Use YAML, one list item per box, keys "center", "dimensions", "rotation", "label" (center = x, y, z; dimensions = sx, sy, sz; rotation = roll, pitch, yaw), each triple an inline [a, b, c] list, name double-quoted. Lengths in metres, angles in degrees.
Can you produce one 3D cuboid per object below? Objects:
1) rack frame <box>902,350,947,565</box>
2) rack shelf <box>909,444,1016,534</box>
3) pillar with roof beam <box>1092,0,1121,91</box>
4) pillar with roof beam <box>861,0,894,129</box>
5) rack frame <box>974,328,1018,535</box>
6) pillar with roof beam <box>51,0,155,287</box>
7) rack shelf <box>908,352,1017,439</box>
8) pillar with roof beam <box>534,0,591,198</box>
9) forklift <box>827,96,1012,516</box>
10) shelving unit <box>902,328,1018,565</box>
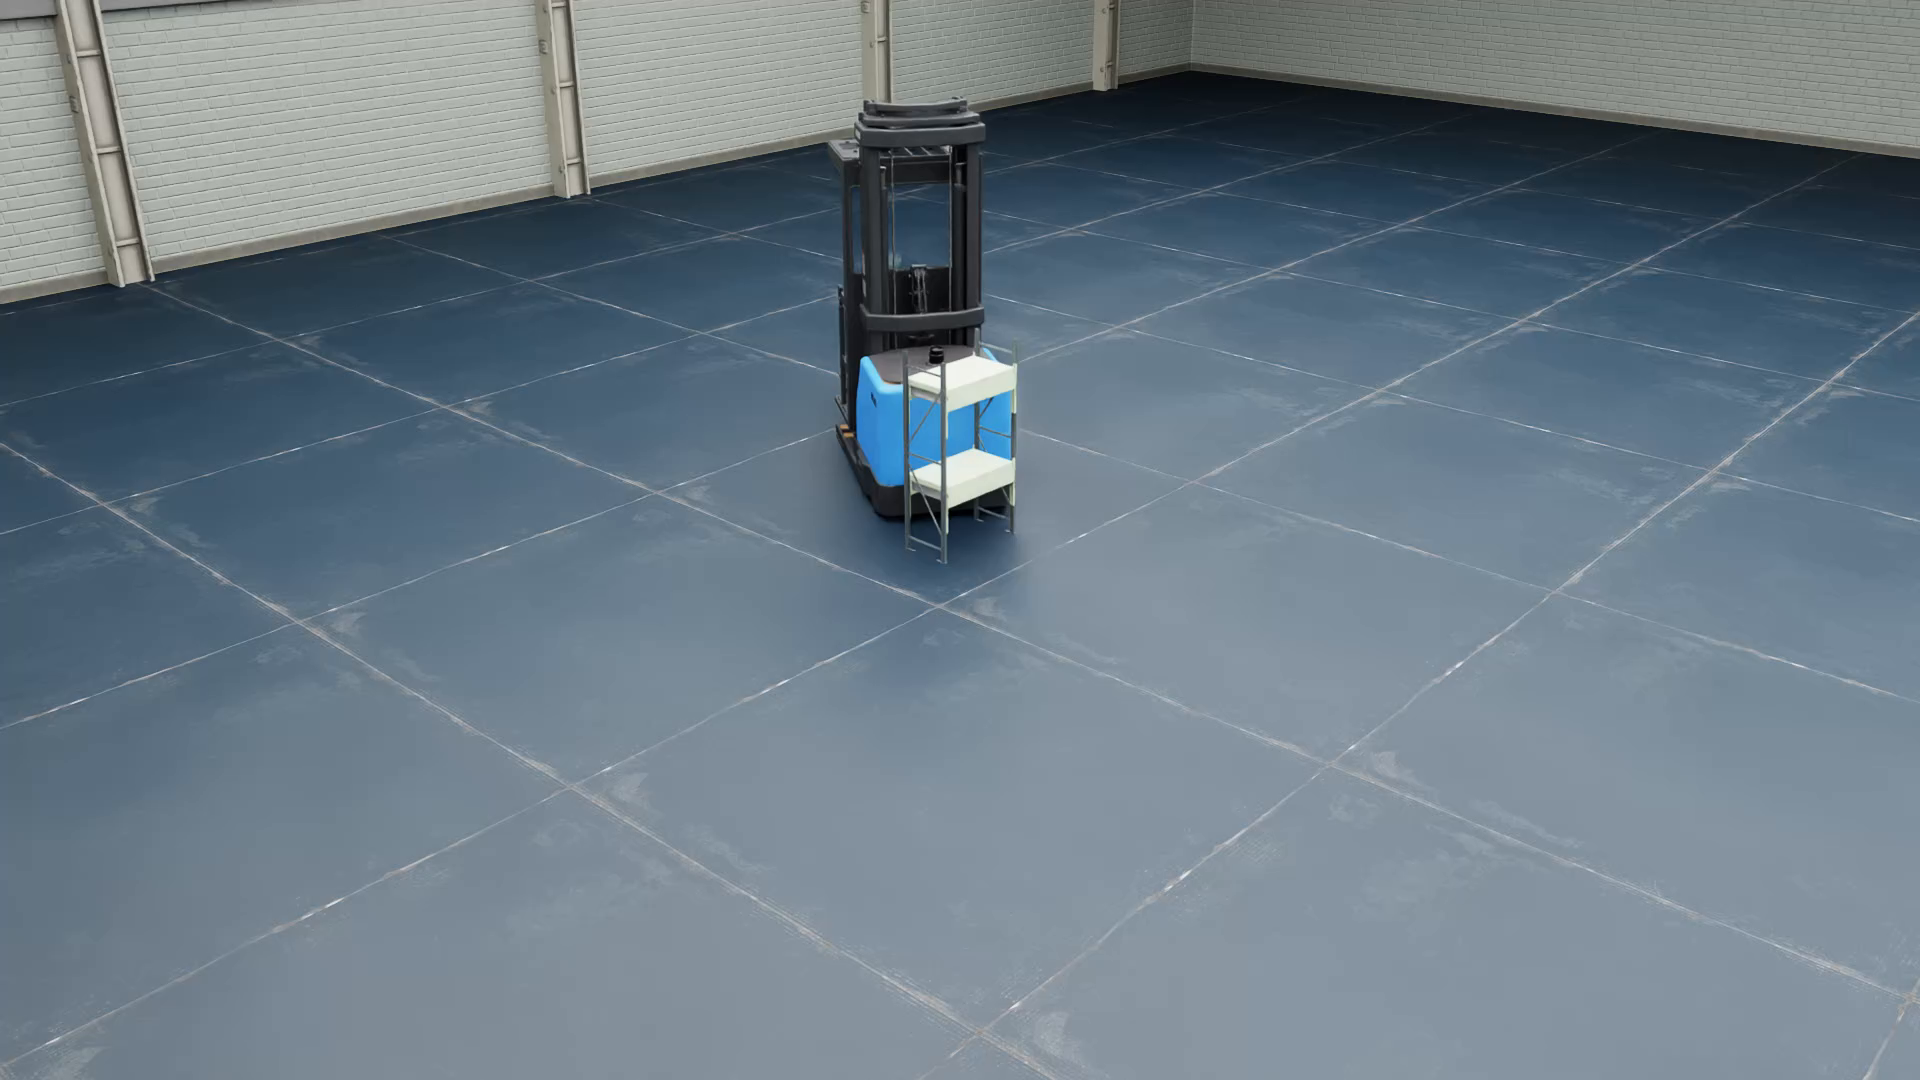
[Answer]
- center: [-0.247, -0.565, 11.647]
  dimensions: [0.400, 1.500, 0.023]
  rotation: [21, 32, 39]
  label: "rack frame"
- center: [0.005, -0.376, 12.023]
  dimensions: [0.431, 0.370, 0.720]
  rotation: [21, 32, 39]
  label: "rack shelf"
- center: [5.899, -11.327, 26.485]
  dimensions: [9.100, 9.000, 0.400]
  rotation: [20, 31, 38]
  label: "pillar with roof beam"
- center: [1.894, -9.499, 22.408]
  dimensions: [9.100, 9.000, 0.400]
  rotation: [20, 31, 38]
  label: "pillar with roof beam"
- center: [0.257, -0.782, 12.132]
  dimensions: [0.400, 1.500, 0.023]
  rotation: [21, 32, 39]
  label: "rack frame"
- center: [-6.114, -5.843, 14.253]
  dimensions: [9.100, 9.000, 0.400]
  rotation: [20, 31, 38]
  label: "pillar with roof beam"
- center: [0.005, -1.029, 11.730]
  dimensions: [0.431, 0.370, 0.720]
  rotation: [21, 32, 39]
  label: "rack shelf"
- center: [-2.110, -7.671, 18.330]
  dimensions: [9.100, 9.000, 0.400]
  rotation: [20, 31, 38]
  label: "pillar with roof beam"
- center: [-0.425, -2.094, 13.309]
  dimensions: [1.130, 2.935, 3.031]
  rotation: [-5, 25, -12]
  label: "forklift"
- center: [0.005, -0.673, 11.889]
  dimensions: [0.431, 1.500, 0.755]
  rotation: [21, 32, 39]
  label: "shelving unit"
